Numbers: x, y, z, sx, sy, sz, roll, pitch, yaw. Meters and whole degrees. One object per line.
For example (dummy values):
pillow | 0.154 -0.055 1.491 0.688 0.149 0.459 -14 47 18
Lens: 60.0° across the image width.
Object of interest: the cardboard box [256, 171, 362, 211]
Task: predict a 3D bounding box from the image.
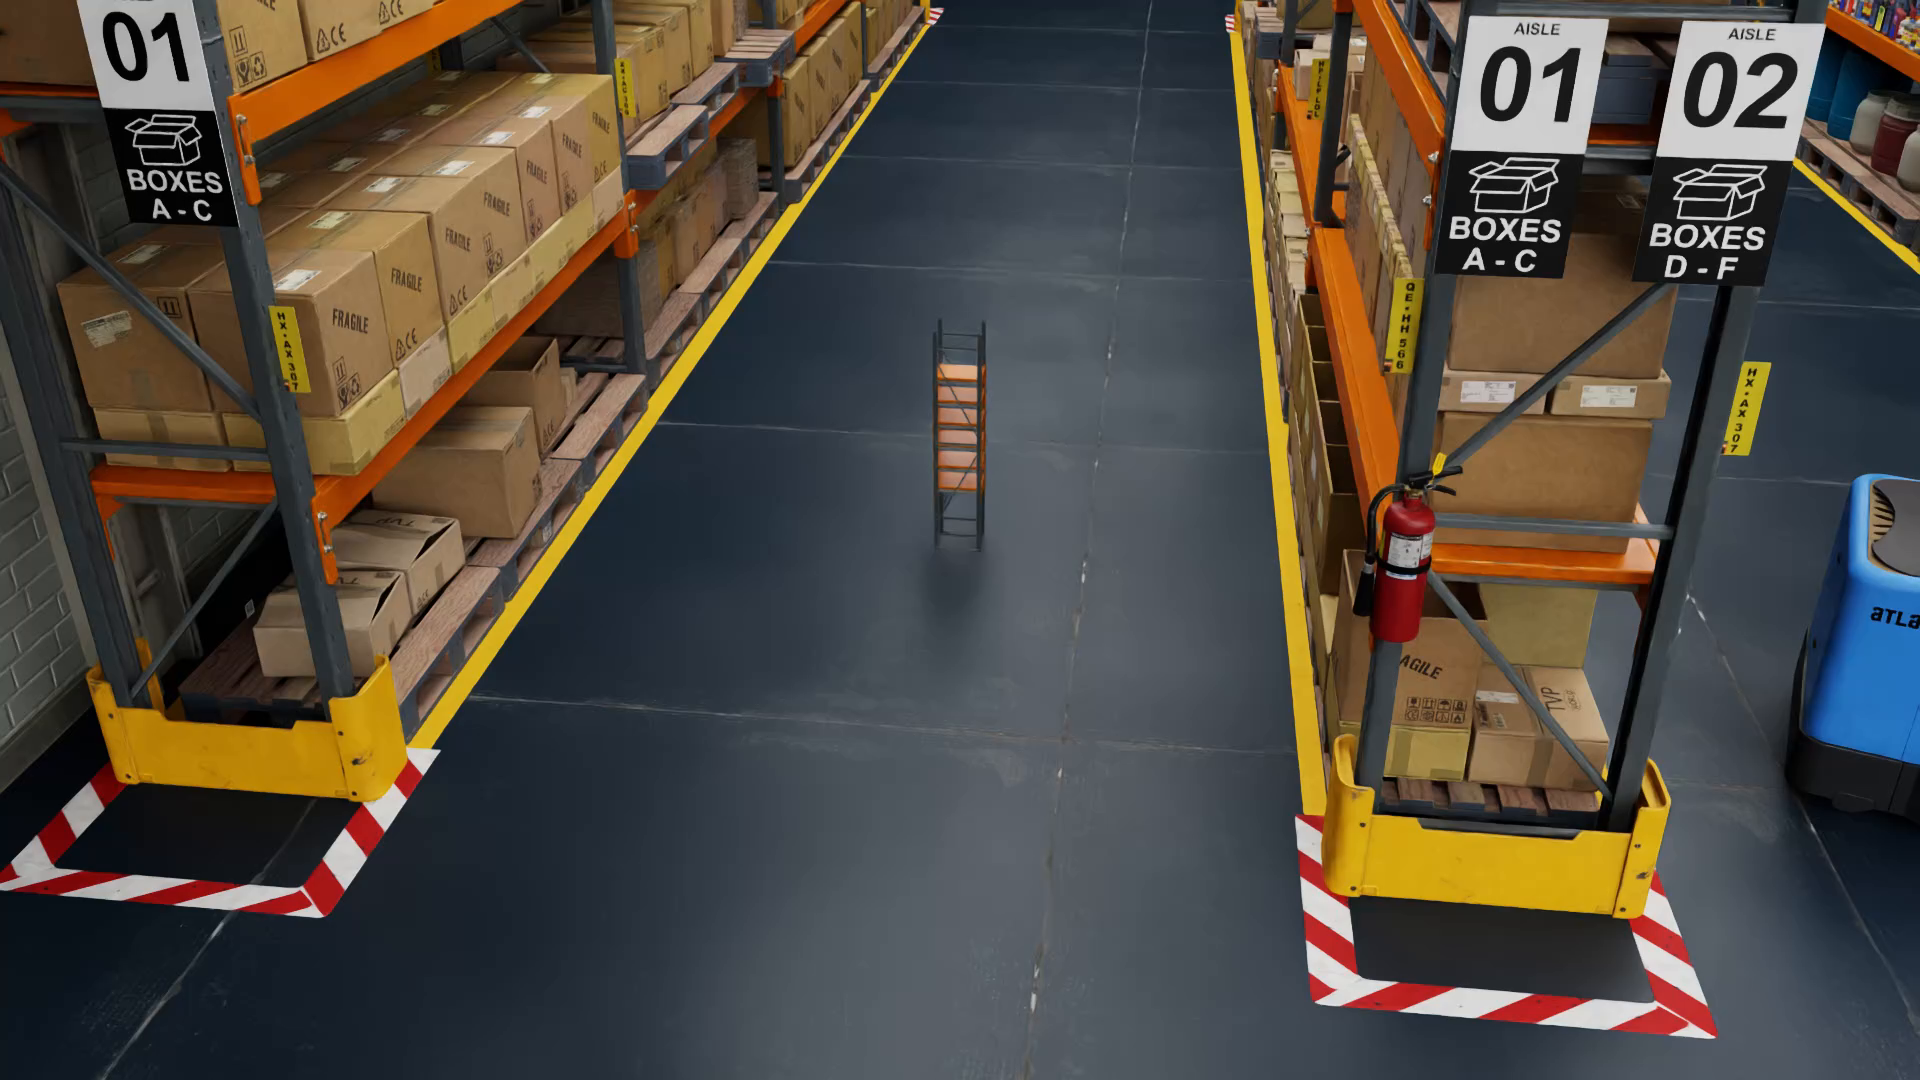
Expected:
cardboard box | -2.955 -1.316 7.376 0.500 0.500 0.500 3 28 5

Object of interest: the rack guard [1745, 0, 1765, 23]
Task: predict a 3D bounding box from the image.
rack guard | 8.850 -6.196 19.724 1.175 0.500 0.348 3 28 6

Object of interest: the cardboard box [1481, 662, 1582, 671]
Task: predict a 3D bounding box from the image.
cardboard box | 2.328 0.508 7.101 0.500 0.250 0.500 3 28 6

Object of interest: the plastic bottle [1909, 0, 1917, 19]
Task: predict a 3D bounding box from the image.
plastic bottle | 7.812 -4.299 13.691 0.061 0.283 0.133 3 28 6

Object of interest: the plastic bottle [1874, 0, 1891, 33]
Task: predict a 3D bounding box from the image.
plastic bottle | 7.685 -4.370 13.823 0.061 0.283 0.133 3 28 6

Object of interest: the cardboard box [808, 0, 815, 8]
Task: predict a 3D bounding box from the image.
cardboard box | -1.505 -4.857 14.846 0.380 0.149 0.250 4 29 6

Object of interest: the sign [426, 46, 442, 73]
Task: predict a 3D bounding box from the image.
sign | -2.994 -2.752 9.475 0.100 0.325 0.005 3 28 6

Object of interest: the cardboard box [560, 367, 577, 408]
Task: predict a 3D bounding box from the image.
cardboard box | -2.478 -0.904 9.789 0.380 0.166 0.250 0 28 0

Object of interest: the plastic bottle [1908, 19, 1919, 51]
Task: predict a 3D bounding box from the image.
plastic bottle | 7.614 -4.022 13.189 0.097 0.271 0.097 0 28 0

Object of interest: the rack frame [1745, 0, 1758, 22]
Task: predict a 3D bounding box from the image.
rack frame | 8.860 -7.284 19.109 1.000 3.000 0.127 3 28 6

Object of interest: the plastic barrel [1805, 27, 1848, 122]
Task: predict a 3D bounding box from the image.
plastic barrel | 8.286 -4.408 15.538 0.600 0.901 0.708 3 28 6

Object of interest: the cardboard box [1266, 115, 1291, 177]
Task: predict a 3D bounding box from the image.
cardboard box | 2.846 -3.355 13.987 0.500 0.500 0.500 4 29 8

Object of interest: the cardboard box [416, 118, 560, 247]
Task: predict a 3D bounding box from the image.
cardboard box | -2.321 -1.772 8.223 0.500 0.500 0.500 3 28 5

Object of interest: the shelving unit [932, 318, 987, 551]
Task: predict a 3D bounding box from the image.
shelving unit | -0.002 -0.521 8.453 0.258 1.200 0.189 3 28 6

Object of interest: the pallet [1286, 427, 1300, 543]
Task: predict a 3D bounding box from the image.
pallet | 2.335 -0.326 9.132 1.003 0.211 1.213 3 28 6

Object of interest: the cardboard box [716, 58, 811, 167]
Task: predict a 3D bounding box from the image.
cardboard box | -1.732 -3.671 14.226 0.750 0.750 0.750 3 28 6

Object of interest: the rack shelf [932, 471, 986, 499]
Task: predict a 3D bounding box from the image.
rack shelf | -0.002 -0.271 8.588 0.258 0.103 0.180 3 28 6

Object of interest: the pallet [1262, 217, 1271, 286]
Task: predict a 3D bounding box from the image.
pallet | 2.825 -2.195 12.603 1.003 0.211 1.213 3 28 6

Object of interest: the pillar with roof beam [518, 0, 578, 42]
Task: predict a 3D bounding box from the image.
pillar with roof beam | 1.302 -5.924 10.258 9.100 9.000 0.400 3 28 6

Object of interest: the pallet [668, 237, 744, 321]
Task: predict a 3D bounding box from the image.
pallet | -2.202 -1.926 12.103 1.003 0.211 1.213 3 28 6

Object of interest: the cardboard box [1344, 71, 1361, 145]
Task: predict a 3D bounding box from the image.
cardboard box | 2.649 -2.578 10.267 0.500 0.500 0.500 5 29 10

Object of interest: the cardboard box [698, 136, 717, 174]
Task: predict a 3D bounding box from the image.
cardboard box | -2.121 -2.911 12.372 0.500 0.250 0.500 4 29 7

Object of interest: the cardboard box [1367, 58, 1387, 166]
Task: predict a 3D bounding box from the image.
cardboard box | 2.365 -2.093 8.000 0.700 0.500 0.500 3 28 6

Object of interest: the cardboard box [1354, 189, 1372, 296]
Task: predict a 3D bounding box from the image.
cardboard box | 2.368 -1.512 8.288 0.700 0.500 0.500 3 28 6

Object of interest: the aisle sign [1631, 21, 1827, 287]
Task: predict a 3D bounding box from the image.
aisle sign | 2.280 -1.138 4.959 0.394 0.787 0.004 3 28 6

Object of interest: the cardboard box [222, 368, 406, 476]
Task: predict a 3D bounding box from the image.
cardboard box | -2.558 -0.483 6.621 0.500 0.250 0.500 3 28 5

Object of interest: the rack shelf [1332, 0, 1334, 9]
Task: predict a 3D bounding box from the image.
rack shelf | 2.719 -3.871 10.368 1.077 0.370 4.000 3 28 6

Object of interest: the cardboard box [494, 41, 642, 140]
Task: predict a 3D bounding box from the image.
cardboard box | -2.346 -2.687 10.005 0.700 0.500 0.500 3 29 6

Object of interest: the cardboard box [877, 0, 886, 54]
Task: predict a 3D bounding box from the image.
cardboard box | -1.204 -5.644 18.257 0.700 0.500 0.500 3 28 6

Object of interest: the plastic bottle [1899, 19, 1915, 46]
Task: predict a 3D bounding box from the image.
plastic bottle | 7.638 -4.083 13.376 0.097 0.201 0.097 0 28 0

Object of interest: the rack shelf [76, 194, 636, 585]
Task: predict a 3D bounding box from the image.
rack shelf | -2.688 -0.953 8.116 1.077 0.370 4.000 3 28 6

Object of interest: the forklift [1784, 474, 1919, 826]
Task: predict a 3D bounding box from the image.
forklift | 4.926 -0.129 5.900 3.031 2.935 1.130 13 31 23

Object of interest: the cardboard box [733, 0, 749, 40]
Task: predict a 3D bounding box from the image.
cardboard box | -2.000 -4.110 12.648 0.700 0.500 0.500 0 28 0

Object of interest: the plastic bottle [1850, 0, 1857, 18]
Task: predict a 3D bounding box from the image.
plastic bottle | 7.780 -4.630 14.390 0.097 0.201 0.097 0 28 0

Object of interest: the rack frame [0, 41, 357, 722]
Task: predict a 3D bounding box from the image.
rack frame | -2.933 -0.329 6.198 1.000 3.000 0.127 3 28 6

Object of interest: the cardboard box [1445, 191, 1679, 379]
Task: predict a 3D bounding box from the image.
cardboard box | 2.061 -0.902 5.788 0.700 0.500 0.500 3 29 6

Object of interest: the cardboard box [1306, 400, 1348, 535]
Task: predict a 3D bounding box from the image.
cardboard box | 1.925 -0.324 7.854 0.500 0.500 0.500 3 28 6

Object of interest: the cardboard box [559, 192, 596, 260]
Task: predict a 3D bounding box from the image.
cardboard box | -2.269 -1.680 8.842 0.500 0.250 0.500 3 29 6

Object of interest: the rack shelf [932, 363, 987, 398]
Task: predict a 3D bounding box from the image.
rack shelf | -0.002 -0.799 8.303 0.258 0.103 0.180 3 28 6

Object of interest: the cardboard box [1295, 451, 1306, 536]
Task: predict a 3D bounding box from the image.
cardboard box | 1.984 -0.229 8.469 0.500 0.250 0.500 3 28 6

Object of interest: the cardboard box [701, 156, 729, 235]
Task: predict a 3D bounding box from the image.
cardboard box | -2.167 -2.610 12.604 0.700 0.500 0.500 3 28 6

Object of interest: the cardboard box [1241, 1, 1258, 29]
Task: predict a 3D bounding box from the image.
cardboard box | 3.535 -6.082 19.313 0.500 0.250 0.500 3 28 6

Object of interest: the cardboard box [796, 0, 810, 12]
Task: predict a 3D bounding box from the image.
cardboard box | -1.566 -4.738 13.942 0.500 0.500 0.500 4 29 8

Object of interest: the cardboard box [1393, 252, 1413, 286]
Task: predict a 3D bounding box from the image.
cardboard box | 1.969 -1.049 6.745 0.380 0.149 0.250 4 29 8

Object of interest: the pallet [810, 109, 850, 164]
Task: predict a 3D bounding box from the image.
pallet | -1.629 -3.806 15.593 1.003 0.211 1.213 3 28 6

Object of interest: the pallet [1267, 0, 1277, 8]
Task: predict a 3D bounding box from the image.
pallet | 3.198 -4.640 14.402 1.003 0.211 1.213 3 28 6

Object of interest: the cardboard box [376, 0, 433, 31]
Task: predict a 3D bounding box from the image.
cardboard box | -2.483 -2.340 6.642 0.500 0.500 0.500 5 29 9

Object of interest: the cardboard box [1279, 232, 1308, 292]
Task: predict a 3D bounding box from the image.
cardboard box | 2.360 -1.834 10.857 0.500 0.311 0.500 3 28 6

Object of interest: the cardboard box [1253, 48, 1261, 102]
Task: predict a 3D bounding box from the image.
cardboard box | 3.153 -4.571 16.243 0.500 0.500 0.500 2 28 4

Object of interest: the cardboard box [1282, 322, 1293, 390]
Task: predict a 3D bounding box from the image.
cardboard box | 2.237 -1.112 10.108 0.500 0.250 0.500 3 28 6

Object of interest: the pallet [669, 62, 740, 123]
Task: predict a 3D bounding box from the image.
pallet | -2.154 -3.076 11.499 1.003 0.211 1.213 3 28 6

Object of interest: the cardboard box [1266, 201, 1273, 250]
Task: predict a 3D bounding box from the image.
cardboard box | 2.548 -2.317 12.344 0.500 0.250 0.500 3 28 5

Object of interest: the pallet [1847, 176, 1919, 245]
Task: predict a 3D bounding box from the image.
pallet | 7.935 -2.665 13.474 1.003 0.211 1.213 3 28 6

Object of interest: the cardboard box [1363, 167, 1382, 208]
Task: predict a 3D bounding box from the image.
cardboard box | 2.125 -1.659 7.877 0.380 0.149 0.250 2 28 5

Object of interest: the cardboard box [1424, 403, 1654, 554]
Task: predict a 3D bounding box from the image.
cardboard box | 2.054 -0.306 6.049 0.700 0.500 0.500 3 28 6
